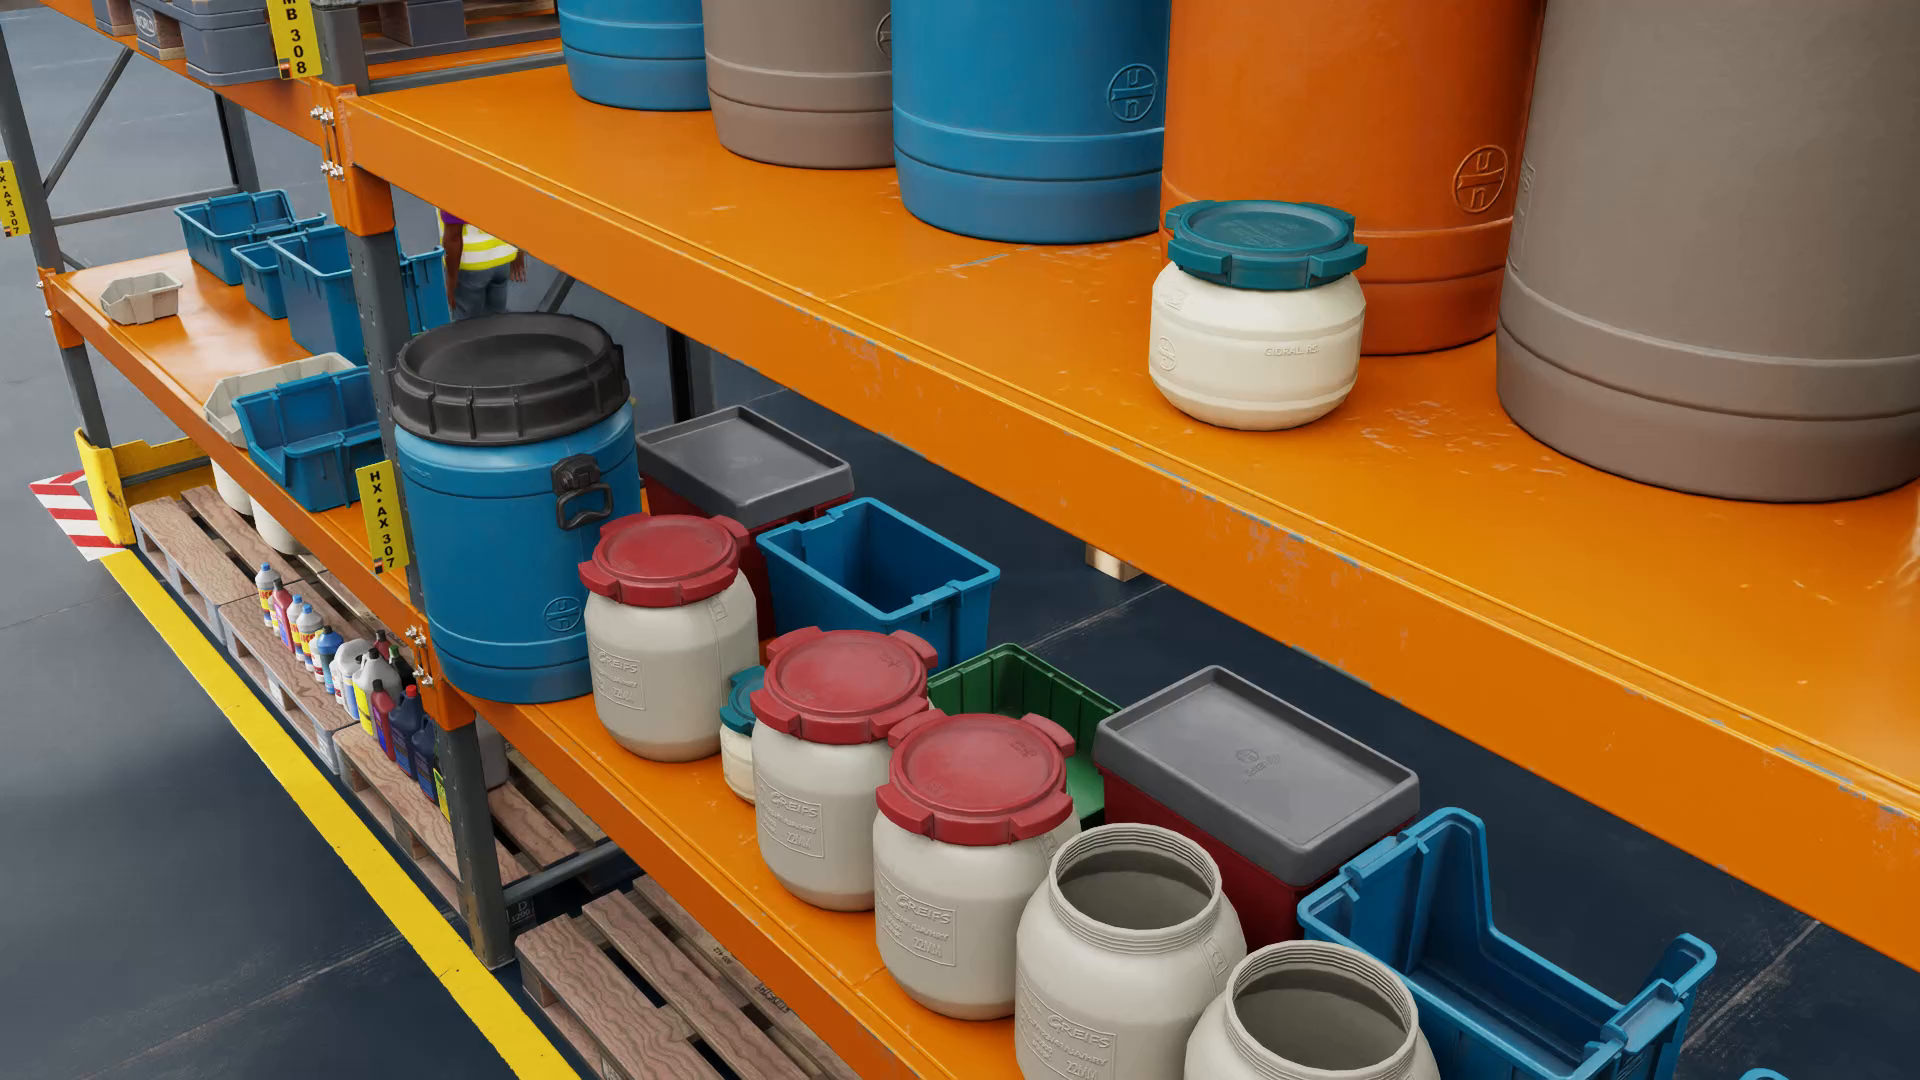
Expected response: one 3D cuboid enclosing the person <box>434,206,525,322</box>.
[{"bbox_3d":[-2.527,-1.493,8.866,0.674,1.754,0.576,14,31,25],"label":"person"}]
